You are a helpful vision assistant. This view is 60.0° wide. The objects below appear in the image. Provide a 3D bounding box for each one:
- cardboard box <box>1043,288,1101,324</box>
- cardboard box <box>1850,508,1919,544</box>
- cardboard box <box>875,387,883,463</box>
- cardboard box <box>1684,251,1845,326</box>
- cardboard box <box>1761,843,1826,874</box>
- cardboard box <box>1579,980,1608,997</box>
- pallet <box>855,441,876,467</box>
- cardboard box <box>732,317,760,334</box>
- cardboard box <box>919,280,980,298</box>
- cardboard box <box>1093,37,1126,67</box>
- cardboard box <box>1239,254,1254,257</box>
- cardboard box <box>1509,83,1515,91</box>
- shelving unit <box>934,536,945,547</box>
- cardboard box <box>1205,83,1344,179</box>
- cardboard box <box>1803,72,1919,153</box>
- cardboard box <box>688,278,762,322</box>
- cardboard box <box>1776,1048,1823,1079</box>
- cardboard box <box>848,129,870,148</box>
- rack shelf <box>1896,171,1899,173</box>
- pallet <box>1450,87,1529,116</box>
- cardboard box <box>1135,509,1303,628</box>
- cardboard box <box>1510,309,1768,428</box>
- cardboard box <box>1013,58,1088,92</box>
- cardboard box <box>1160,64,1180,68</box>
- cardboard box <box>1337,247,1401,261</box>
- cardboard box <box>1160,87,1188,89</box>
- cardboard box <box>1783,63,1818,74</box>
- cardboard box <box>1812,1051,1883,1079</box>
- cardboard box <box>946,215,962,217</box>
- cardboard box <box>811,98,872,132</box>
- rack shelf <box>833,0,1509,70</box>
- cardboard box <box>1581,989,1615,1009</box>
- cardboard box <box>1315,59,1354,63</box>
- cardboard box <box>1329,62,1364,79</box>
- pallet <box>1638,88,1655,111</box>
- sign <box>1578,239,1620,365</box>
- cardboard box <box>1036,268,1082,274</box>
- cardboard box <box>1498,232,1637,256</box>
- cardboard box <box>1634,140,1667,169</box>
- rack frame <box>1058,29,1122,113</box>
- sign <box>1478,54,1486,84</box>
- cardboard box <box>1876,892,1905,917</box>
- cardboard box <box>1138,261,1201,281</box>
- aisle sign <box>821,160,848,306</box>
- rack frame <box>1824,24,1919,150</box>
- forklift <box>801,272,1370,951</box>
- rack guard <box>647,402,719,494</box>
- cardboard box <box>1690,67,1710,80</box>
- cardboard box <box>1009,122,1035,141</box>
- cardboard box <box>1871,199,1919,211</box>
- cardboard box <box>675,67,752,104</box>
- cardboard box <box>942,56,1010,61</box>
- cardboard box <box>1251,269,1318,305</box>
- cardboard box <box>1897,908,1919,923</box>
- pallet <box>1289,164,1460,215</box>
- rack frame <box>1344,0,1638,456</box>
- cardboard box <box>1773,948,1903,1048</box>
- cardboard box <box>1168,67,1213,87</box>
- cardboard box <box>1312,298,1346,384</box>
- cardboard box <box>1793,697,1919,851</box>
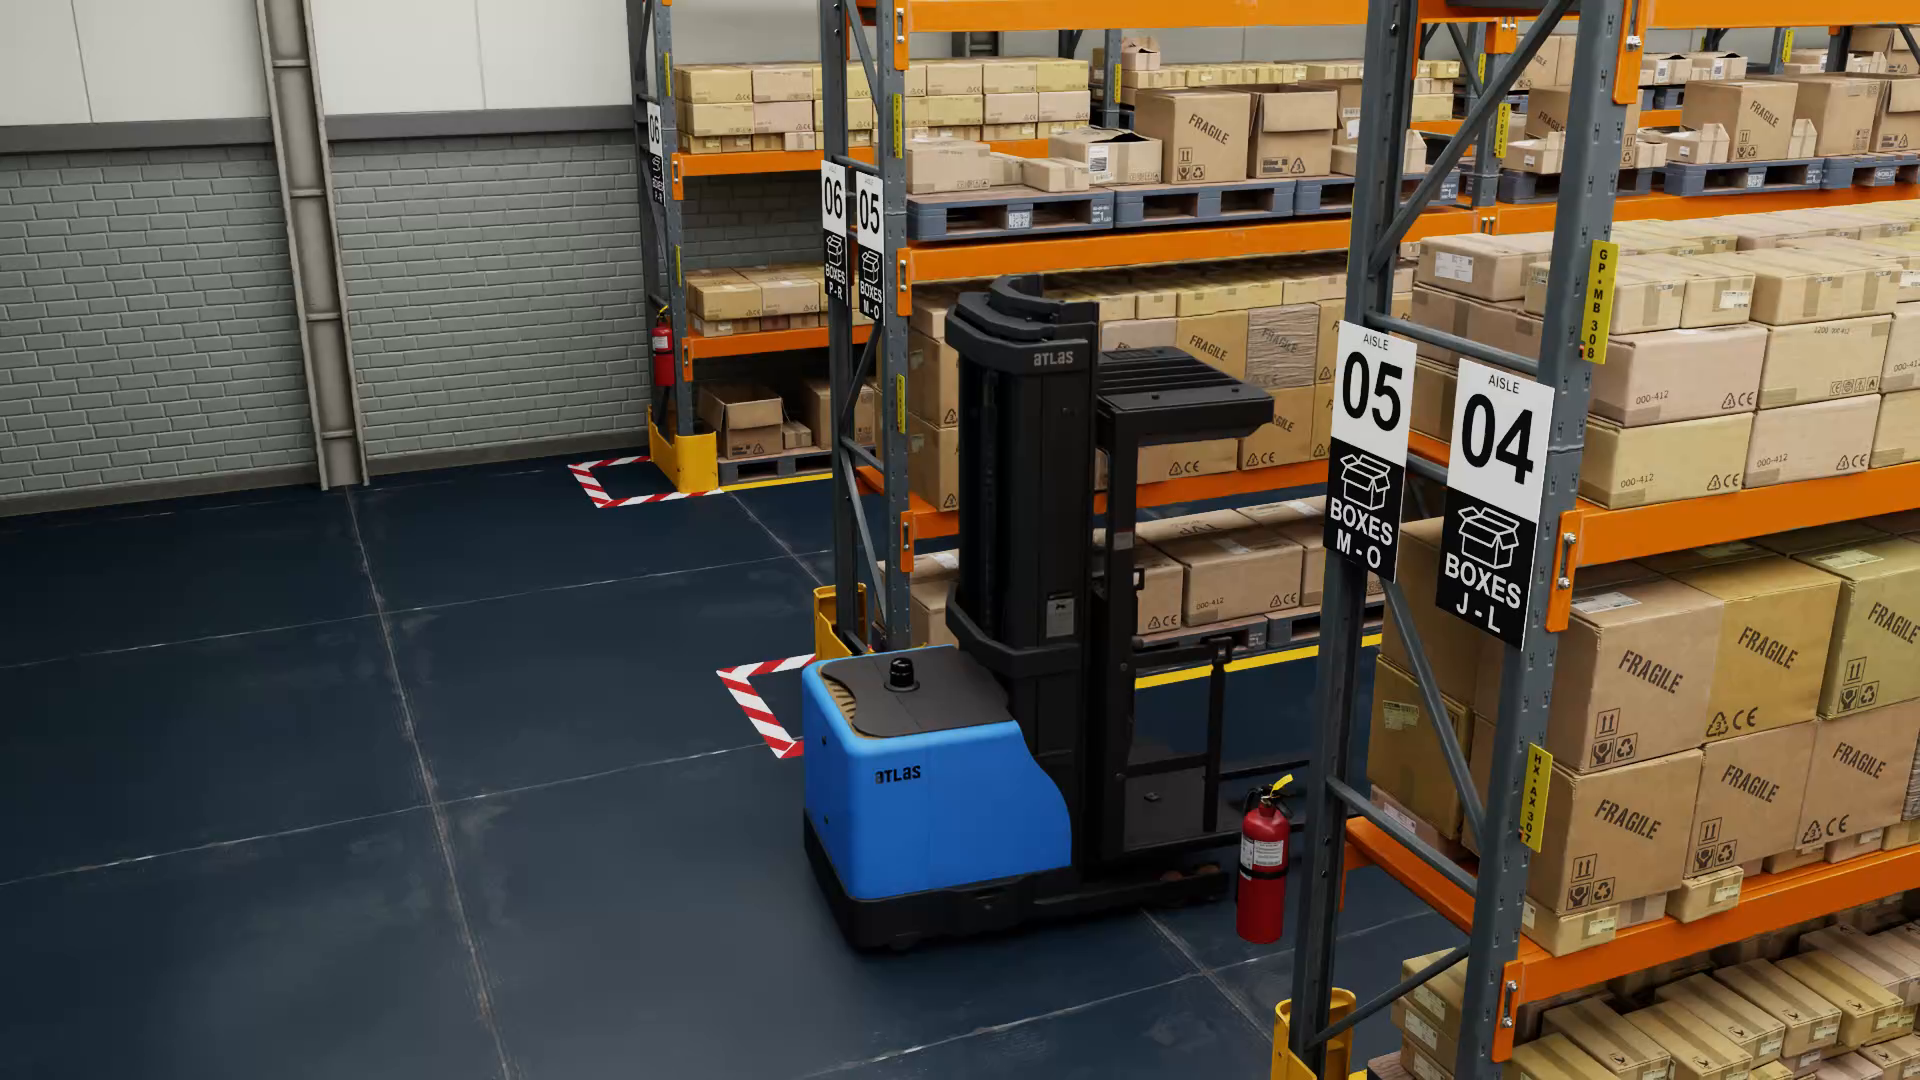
[{"bbox_3d":[0.625,-1.361,9.738,0.250,0.149,0.380,-9,21,-24],"label":"cardboard box"},{"bbox_3d":[3.443,0.182,5.883,0.500,0.500,0.500,-9,21,-24],"label":"cardboard box"},{"bbox_3d":[-0.204,-0.670,10.257,0.500,0.500,0.500,-8,21,-22],"label":"cardboard box"},{"bbox_3d":[2.419,-0.765,5.034,0.250,0.149,0.380,-8,21,-22],"label":"cardboard box"},{"bbox_3d":[2.867,1.024,5.975,0.250,0.149,0.380,-8,21,-22],"label":"cardboard box"},{"bbox_3d":[2.338,1.648,6.588,0.250,0.149,0.380,-9,21,-23],"label":"cardboard box"},{"bbox_3d":[-0.591,-0.951,15.405,1.213,0.211,1.003,-8,21,-22],"label":"pallet"},{"bbox_3d":[-1.885,-1.880,14.224,0.250,0.149,0.380,-8,21,-21],"label":"cardboard box"},{"bbox_3d":[-0.068,-1.452,9.997,0.250,0.149,0.380,-8,21,-21],"label":"cardboard box"},{"bbox_3d":[1.415,-4.456,15.169,0.258,0.266,0.396,-8,21,-23],"label":"cardboard box"},{"bbox_3d":[2.589,-2.718,15.796,0.258,0.266,0.396,-7,21,-19],"label":"cardboard box"},{"bbox_3d":[5.275,-4.547,16.473,0.250,0.166,0.380,-8,21,-22],"label":"cardboard box"},{"bbox_3d":[-0.049,-0.488,12.828,0.252,1.050,0.215,-8,21,-22],"label":"shelving unit"},{"bbox_3d":[1.906,-2.526,10.226,0.637,0.503,0.797,-6,20,-18],"label":"cardboard box"},{"bbox_3d":[6.518,-3.097,11.997,0.637,0.503,0.797,-10,22,-25],"label":"cardboard box"},{"bbox_3d":[-1.988,-2.039,14.074,0.500,0.250,0.500,-8,21,-22],"label":"cardboard box"},{"bbox_3d":[3.043,1.891,6.348,0.250,0.149,0.380,-9,21,-25],"label":"cardboard box"},{"bbox_3d":[-0.944,-3.420,14.079,0.250,0.149,0.380,-8,21,-23],"label":"cardboard box"},{"bbox_3d":[8.640,-2.870,13.222,4.000,0.370,1.077,-8,21,-22],"label":"rack shelf"},{"bbox_3d":[5.422,-4.486,17.015,1.003,0.211,1.213,-7,21,-19],"label":"pallet"},{"bbox_3d":[1.690,0.174,11.238,0.875,0.438,0.875,-9,21,-24],"label":"cardboard box"},{"bbox_3d":[2.027,-0.542,5.001,0.500,0.250,0.500,-8,21,-21],"label":"cardboard box"},{"bbox_3d":[0.794,-4.098,14.654,0.500,0.250,0.500,-8,21,-22],"label":"cardboard box"},{"bbox_3d":[1.844,-4.351,15.494,0.250,0.149,0.380,-9,21,-23],"label":"cardboard box"},{"bbox_3d":[2.738,-1.867,11.175,0.250,0.149,0.380,-8,21,-23],"label":"cardboard box"},{"bbox_3d":[1.845,-4.001,14.947,0.250,0.149,0.380,-8,21,-21],"label":"cardboard box"},{"bbox_3d":[9.040,-5.078,18.007,0.250,0.149,0.380,-8,21,-21],"label":"cardboard box"},{"bbox_3d":[3.291,2.030,6.401,0.250,0.149,0.380,-9,21,-25],"label":"cardboard box"},{"bbox_3d":[-0.311,-2.826,15.182,0.500,0.500,0.500,-9,21,-23],"label":"cardboard box"},{"bbox_3d":[-1.062,-3.588,13.957,0.500,0.250,0.500,-9,21,-24],"label":"cardboard box"},{"bbox_3d":[1.295,-3.043,9.801,4.000,0.370,1.077,-8,21,-22],"label":"rack shelf"},{"bbox_3d":[2.360,1.799,6.609,0.250,0.149,0.380,-9,21,-24],"label":"cardboard box"},{"bbox_3d":[3.689,-4.645,16.359,0.250,0.149,0.380,-7,21,-20],"label":"cardboard box"},{"bbox_3d":[3.675,-4.444,15.789,0.250,0.149,0.380,-9,21,-23],"label":"cardboard box"},{"bbox_3d":[6.448,-4.634,17.436,1.213,0.211,1.003,-7,21,-19],"label":"pallet"},{"bbox_3d":[1.727,-0.644,4.502,0.005,0.325,0.100,-8,21,-22],"label":"sign"},{"bbox_3d":[0.791,-2.446,15.231,0.500,0.250,0.500,-8,21,-21],"label":"cardboard box"},{"bbox_3d":[1.957,-0.893,5.397,0.250,0.149,0.380,-8,21,-21],"label":"cardboard box"},{"bbox_3d":[4.432,-2.567,10.999,0.250,0.166,0.380,-10,22,-26],"label":"cardboard box"},{"bbox_3d":[1.162,-5.348,14.660,0.127,3.000,1.000,-8,21,-22],"label":"rack frame"},{"bbox_3d":[5.047,-4.537,16.096,0.005,0.325,0.100,-8,21,-22],"label":"sign"},{"bbox_3d":[3.801,1.456,7.135,0.250,0.149,0.380,-8,21,-21],"label":"cardboard box"},{"bbox_3d":[1.333,-1.672,10.623,0.250,0.149,0.380,-8,21,-22],"label":"cardboard box"},{"bbox_3d":[-0.731,-1.790,9.674,0.004,0.787,0.394,-8,21,-22],"label":"aisle sign"},{"bbox_3d":[6.804,-4.361,11.857,0.127,3.000,1.000,-8,21,-22],"label":"rack frame"},{"bbox_3d":[0.791,0.224,7.972,3.031,2.935,1.130,-6,20,-17],"label":"forklift"},{"bbox_3d":[-2.441,-0.823,14.606,0.348,0.500,1.175,-8,21,-22],"label":"rack guard"},{"bbox_3d":[7.618,-4.875,17.429,0.250,0.149,0.380,-8,21,-22],"label":"cardboard box"},{"bbox_3d":[0.472,-3.613,14.628,0.250,0.149,0.380,-7,21,-20],"label":"cardboard box"},{"bbox_3d":[3.596,-1.154,6.139,0.250,0.149,0.380,-7,21,-19],"label":"cardboard box"},{"bbox_3d":[-2.004,-3.694,13.505,0.500,0.250,0.500,-8,21,-23],"label":"cardboard box"},{"bbox_3d":[0.125,-4.187,14.905,0.500,0.250,0.500,-9,21,-23],"label":"cardboard box"},{"bbox_3d":[2.016,-1.578,10.354,0.250,0.149,0.380,-8,21,-22],"label":"cardboard box"},{"bbox_3d":[4.070,1.586,7.213,0.250,0.149,0.380,-9,21,-25],"label":"cardboard box"},{"bbox_3d":[2.376,-2.273,10.579,1.213,0.211,1.003,-8,21,-22],"label":"pallet"},{"bbox_3d":[1.512,-1.812,4.619,0.127,3.000,1.000,-8,21,-22],"label":"rack frame"},{"bbox_3d":[3.328,1.739,6.330,0.250,0.149,0.380,-8,21,-21],"label":"cardboard box"},{"bbox_3d":[2.076,-4.183,15.015,0.250,0.149,0.380,-9,21,-23],"label":"cardboard box"},{"bbox_3d":[2.338,-1.313,10.578,0.500,0.500,0.500,-8,21,-23],"label":"cardboard box"},{"bbox_3d":[2.970,0.717,5.872,0.500,0.500,0.500,-8,21,-21],"label":"cardboard box"}]
